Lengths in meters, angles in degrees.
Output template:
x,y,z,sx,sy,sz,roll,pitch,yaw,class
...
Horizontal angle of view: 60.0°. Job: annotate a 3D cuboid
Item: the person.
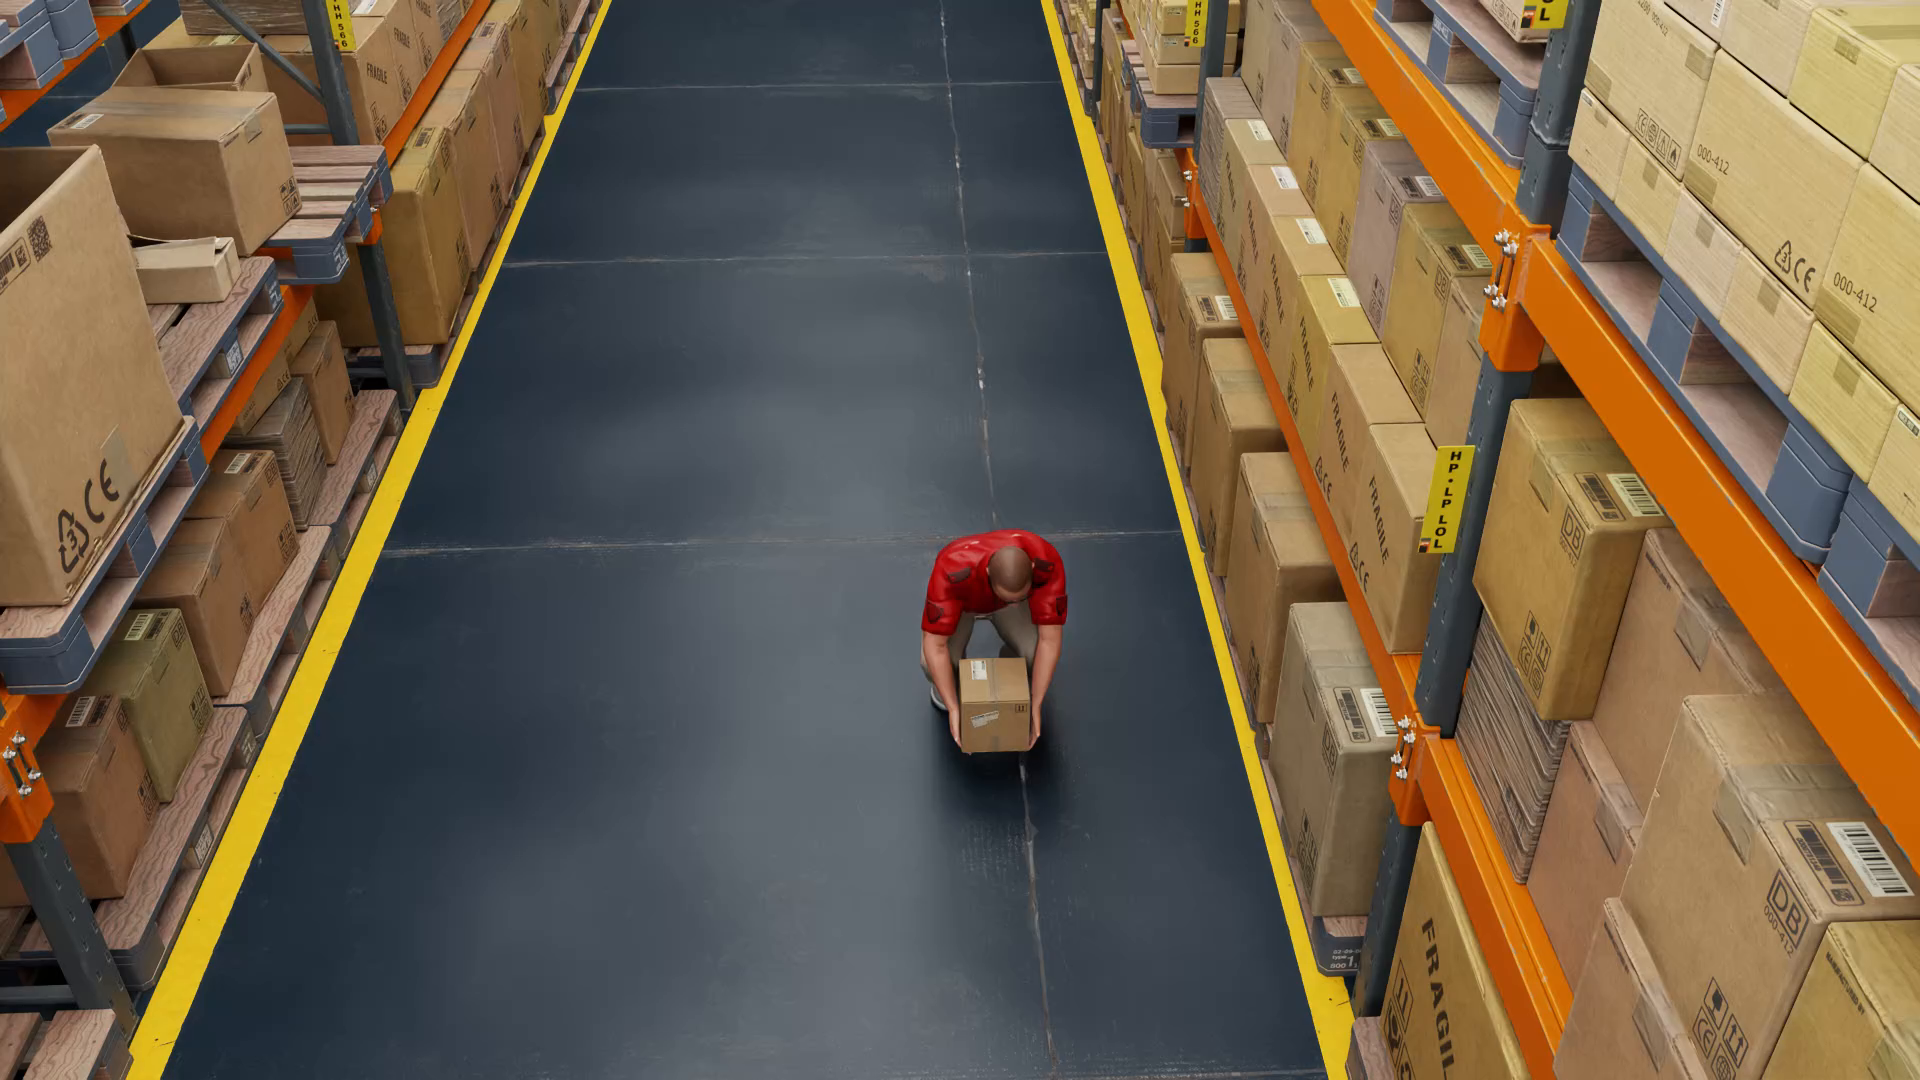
x,y,z,sx,sy,sz,roll,pitch,yaw,class
0.120,0.291,6.415,0.562,0.971,0.878,-1,35,-2,person
